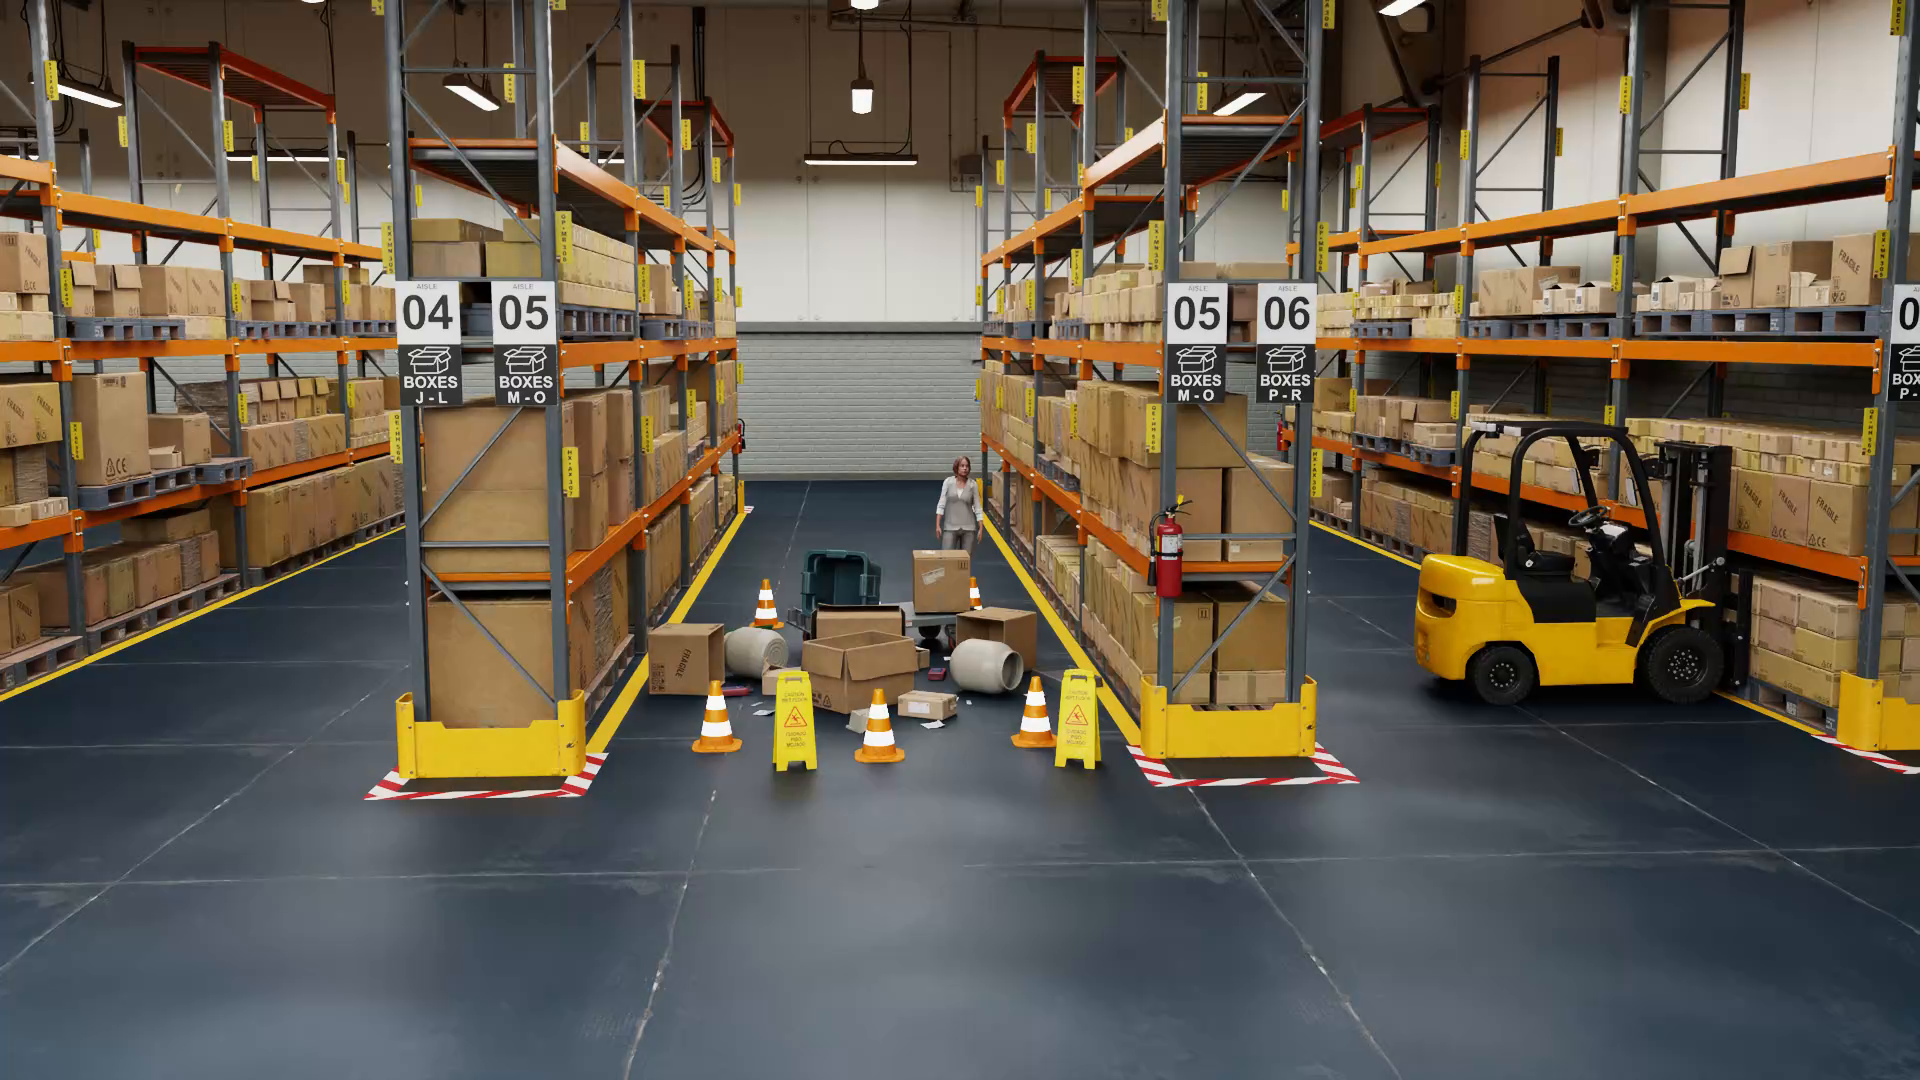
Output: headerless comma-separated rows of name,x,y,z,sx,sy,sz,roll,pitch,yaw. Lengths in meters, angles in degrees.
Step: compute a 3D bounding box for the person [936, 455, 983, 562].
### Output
person,-0.009,-0.074,17.317,0.519,1.599,0.474,0,7,-4
